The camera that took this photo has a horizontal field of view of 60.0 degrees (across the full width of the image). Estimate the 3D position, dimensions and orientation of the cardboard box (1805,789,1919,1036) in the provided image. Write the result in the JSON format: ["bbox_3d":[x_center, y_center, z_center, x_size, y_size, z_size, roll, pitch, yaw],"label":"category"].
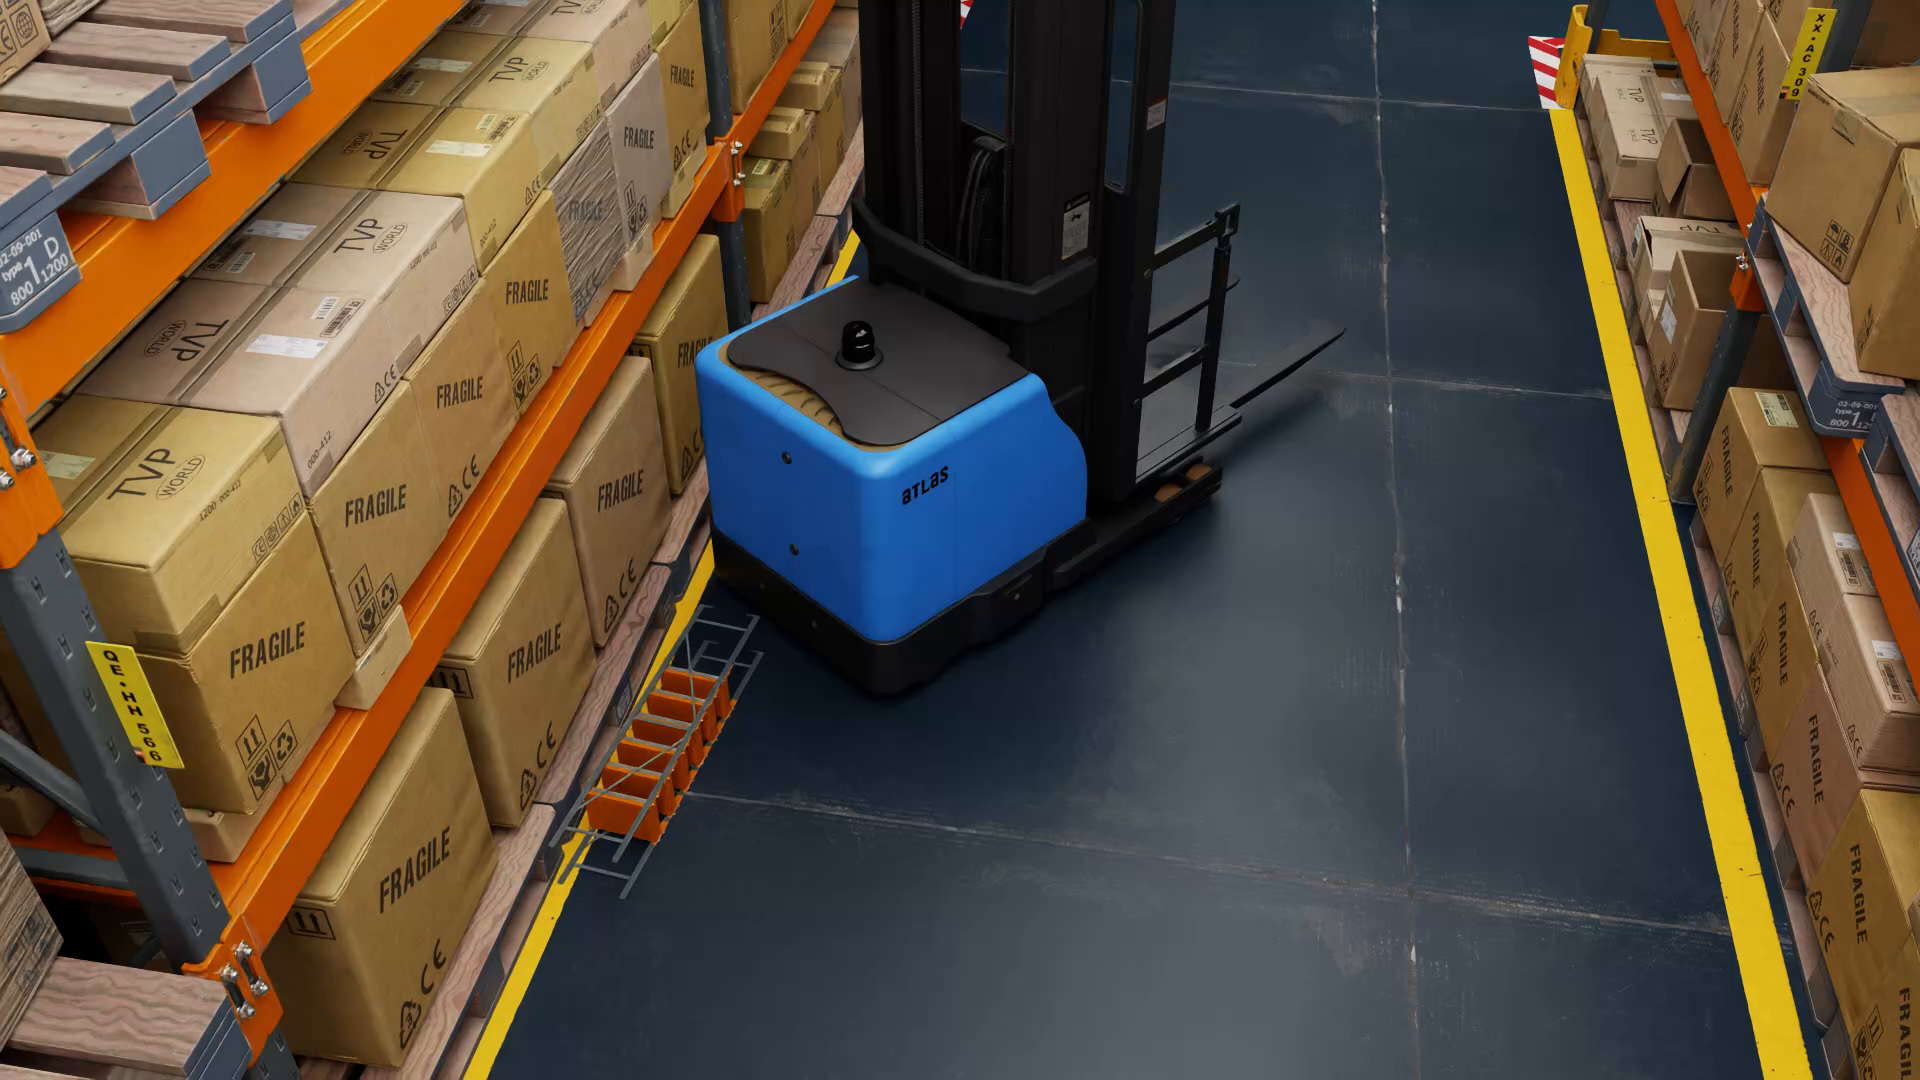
[{"bbox_3d":[2.793,1.080,4.707,0.500,0.500,0.500,5,40,6],"label":"cardboard box"}]

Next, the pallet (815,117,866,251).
[{"bbox_3d":[-0.997,-1.993,8.994,1.003,0.211,1.213,6,40,8],"label":"pallet"}]

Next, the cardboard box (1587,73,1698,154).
[{"bbox_3d":[3.697,-2.283,8.970,0.500,0.250,0.500,6,40,8],"label":"cardboard box"}]

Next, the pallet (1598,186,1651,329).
[{"bbox_3d":[3.793,-1.411,8.291,1.003,0.211,1.213,6,40,8],"label":"pallet"}]

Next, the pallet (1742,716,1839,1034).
[{"bbox_3d":[3.152,1.070,5.290,1.003,0.211,1.213,6,40,8],"label":"pallet"}]

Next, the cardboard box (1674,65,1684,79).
[{"bbox_3d":[4.305,-2.635,9.200,0.500,0.500,0.500,6,40,8],"label":"cardboard box"}]

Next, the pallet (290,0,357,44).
[{"bbox_3d":[-1.857,-1.516,4.023,1.003,0.211,1.213,8,40,10],"label":"pallet"}]

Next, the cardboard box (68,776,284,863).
[{"bbox_3d":[-1.822,0.588,3.867,0.380,0.149,0.250,6,40,7],"label":"cardboard box"}]

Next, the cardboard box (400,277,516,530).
[{"bbox_3d":[-1.584,-0.397,4.548,0.500,0.500,0.500,6,40,7],"label":"cardboard box"}]

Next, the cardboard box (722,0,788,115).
[{"bbox_3d":[-1.305,-2.285,6.924,0.980,0.700,0.700,7,40,8],"label":"cardboard box"}]

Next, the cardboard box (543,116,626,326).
[{"bbox_3d":[-1.420,-1.039,5.325,0.500,0.500,0.500,6,40,8],"label":"cardboard box"}]

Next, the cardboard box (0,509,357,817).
[{"bbox_3d":[-1.771,0.242,3.776,0.500,0.500,0.500,8,40,9],"label":"cardboard box"}]

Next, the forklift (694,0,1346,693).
[{"bbox_3d":[0.447,-1.408,6.153,3.031,2.935,1.130,-32,49,-33],"label":"forklift"}]

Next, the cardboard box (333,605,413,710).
[{"bbox_3d":[-1.640,0.273,4.247,0.380,0.149,0.250,8,40,9],"label":"cardboard box"}]

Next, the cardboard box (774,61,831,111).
[{"bbox_3d":[-0.855,-2.260,8.252,0.380,0.149,0.250,5,40,6],"label":"cardboard box"}]

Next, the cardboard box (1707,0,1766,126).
[{"bbox_3d":[3.386,-1.991,6.726,0.500,0.500,0.500,7,40,9],"label":"cardboard box"}]

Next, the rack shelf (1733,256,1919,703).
[{"bbox_3d":[3.119,0.246,4.664,1.077,0.370,4.000,6,40,8],"label":"rack shelf"}]

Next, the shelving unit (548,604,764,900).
[{"bbox_3d":[-1.021,0.697,5.755,0.258,0.189,1.200,11,41,13],"label":"shelving unit"}]

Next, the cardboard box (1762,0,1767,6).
[{"bbox_3d":[3.383,-2.379,6.410,0.500,0.500,0.500,6,40,7],"label":"cardboard box"}]

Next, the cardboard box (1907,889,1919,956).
[{"bbox_3d":[2.709,1.080,4.118,0.500,0.250,0.500,8,40,9],"label":"cardboard box"}]

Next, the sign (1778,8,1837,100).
[{"bbox_3d":[2.929,-1.676,5.743,0.100,0.325,0.005,6,40,8],"label":"sign"}]

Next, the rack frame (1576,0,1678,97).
[{"bbox_3d":[4.157,-3.797,8.989,1.000,3.000,0.127,6,40,8],"label":"rack frame"}]

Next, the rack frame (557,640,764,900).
[{"bbox_3d":[-1.021,0.767,5.813,0.240,0.006,1.200,11,41,13],"label":"rack frame"}]

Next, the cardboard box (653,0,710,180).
[{"bbox_3d":[-1.247,-1.674,6.093,0.500,0.500,0.500,6,40,7],"label":"cardboard box"}]

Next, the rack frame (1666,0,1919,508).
[{"bbox_3d":[3.465,-1.287,5.952,1.000,3.000,0.127,6,40,8],"label":"rack frame"}]

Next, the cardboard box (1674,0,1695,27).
[{"bbox_3d":[3.559,-2.634,7.503,0.500,0.500,0.500,7,40,8],"label":"cardboard box"}]

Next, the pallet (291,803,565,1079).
[{"bbox_3d":[-1.896,1.268,5.051,1.003,0.211,1.213,6,40,8],"label":"pallet"}]

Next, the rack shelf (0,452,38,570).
[{"bbox_3d":[-2.453,1.056,1.329,1.077,0.370,4.000,6,40,8],"label":"rack shelf"}]

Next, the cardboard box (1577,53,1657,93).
[{"bbox_3d":[3.746,-2.643,9.485,0.380,0.149,0.250,6,40,8],"label":"cardboard box"}]

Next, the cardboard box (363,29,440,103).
[{"bbox_3d":[-1.917,-1.376,5.145,0.500,0.250,0.500,5,40,6],"label":"cardboard box"}]

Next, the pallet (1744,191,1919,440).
[{"bbox_3d":[3.219,-0.723,5.422,1.003,0.211,1.213,6,40,8],"label":"pallet"}]

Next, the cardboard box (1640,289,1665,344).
[{"bbox_3d":[3.290,-0.989,7.484,0.380,0.149,0.250,6,40,8],"label":"cardboard box"}]

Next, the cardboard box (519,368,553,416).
[{"bbox_3d":[-1.515,-0.540,5.231,0.380,0.149,0.250,8,40,9],"label":"cardboard box"}]

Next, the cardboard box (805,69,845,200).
[{"bbox_3d":[-1.003,-2.124,8.597,0.700,0.500,0.500,7,40,9],"label":"cardboard box"}]

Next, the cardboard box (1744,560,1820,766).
[{"bbox_3d":[2.966,0.432,5.489,0.500,0.500,0.500,7,40,8],"label":"cardboard box"}]

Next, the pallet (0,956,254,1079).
[{"bbox_3d":[-2.125,1.212,3.080,1.213,0.211,1.003,6,40,8],"label":"pallet"}]

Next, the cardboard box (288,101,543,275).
[{"bbox_3d":[-1.518,-1.000,4.689,0.500,0.250,0.500,6,40,7],"label":"cardboard box"}]

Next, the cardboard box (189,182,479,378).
[{"bbox_3d":[-1.600,-0.678,4.300,0.500,0.250,0.500,7,40,8],"label":"cardboard box"}]

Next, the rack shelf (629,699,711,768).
[{"bbox_3d":[-1.008,0.670,5.788,0.258,0.180,0.103,11,41,13],"label":"rack shelf"}]

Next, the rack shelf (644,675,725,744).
[{"bbox_3d":[-0.974,0.596,5.877,0.258,0.180,0.103,11,41,13],"label":"rack shelf"}]

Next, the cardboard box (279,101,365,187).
[{"bbox_3d":[-2.011,-1.049,4.749,0.500,0.250,0.500,6,40,7],"label":"cardboard box"}]

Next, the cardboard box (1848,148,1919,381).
[{"bbox_3d":[3.106,-0.776,4.927,0.700,0.500,0.500,12,41,15],"label":"cardboard box"}]

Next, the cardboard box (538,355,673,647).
[{"bbox_3d":[-1.550,-0.184,5.976,0.750,0.750,0.750,8,40,9],"label":"cardboard box"}]

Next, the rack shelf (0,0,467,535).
[{"bbox_3d":[-1.761,-1.454,4.366,1.077,0.370,4.000,6,40,8],"label":"rack shelf"}]

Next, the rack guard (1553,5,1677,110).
[{"bbox_3d":[4.144,-2.786,9.728,1.175,0.500,0.348,6,40,8],"label":"rack guard"}]

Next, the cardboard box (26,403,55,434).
[{"bbox_3d":[-2.284,-0.084,3.581,0.500,0.250,0.500,7,40,9],"label":"cardboard box"}]

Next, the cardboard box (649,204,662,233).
[{"bbox_3d":[-1.304,-1.180,6.004,0.380,0.149,0.250,8,40,9],"label":"cardboard box"}]

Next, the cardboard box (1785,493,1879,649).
[{"bbox_3d":[2.968,0.122,5.276,0.500,0.250,0.500,6,40,8],"label":"cardboard box"}]

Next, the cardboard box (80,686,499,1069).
[{"bbox_3d":[-1.851,0.899,4.666,0.750,0.750,0.750,6,40,7],"label":"cardboard box"}]

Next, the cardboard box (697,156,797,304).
[{"bbox_3d":[-1.185,-1.487,7.827,0.700,0.500,0.500,7,40,8],"label":"cardboard box"}]

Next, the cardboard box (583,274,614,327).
[{"bbox_3d":[-1.400,-0.861,5.619,0.380,0.149,0.250,6,40,8],"label":"cardboard box"}]

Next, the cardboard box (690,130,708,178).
[{"bbox_3d":[-1.195,-1.498,6.390,0.380,0.149,0.250,7,40,8],"label":"cardboard box"}]

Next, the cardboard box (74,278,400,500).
[{"bbox_3d":[-1.682,-0.364,3.920,0.500,0.250,0.500,6,40,7],"label":"cardboard box"}]

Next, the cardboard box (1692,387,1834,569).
[{"bbox_3d":[3.141,-0.216,6.274,0.500,0.500,0.500,5,40,6],"label":"cardboard box"}]

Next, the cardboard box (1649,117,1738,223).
[{"bbox_3d":[3.785,-1.674,8.035,0.797,0.503,0.637,6,40,8],"label":"cardboard box"}]

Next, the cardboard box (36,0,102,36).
[{"bbox_3d":[-2.040,-1.334,3.231,0.700,0.500,0.500,4,40,5],"label":"cardboard box"}]

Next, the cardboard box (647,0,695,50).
[{"bbox_3d":[-1.244,-1.959,5.850,0.500,0.250,0.500,7,40,9],"label":"cardboard box"}]

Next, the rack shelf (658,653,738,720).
[{"bbox_3d":[-0.940,0.523,5.965,0.258,0.180,0.103,11,41,13],"label":"rack shelf"}]

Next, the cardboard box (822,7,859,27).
[{"bbox_3d":[-0.832,-2.775,9.385,0.700,0.500,0.500,6,40,8],"label":"cardboard box"}]
